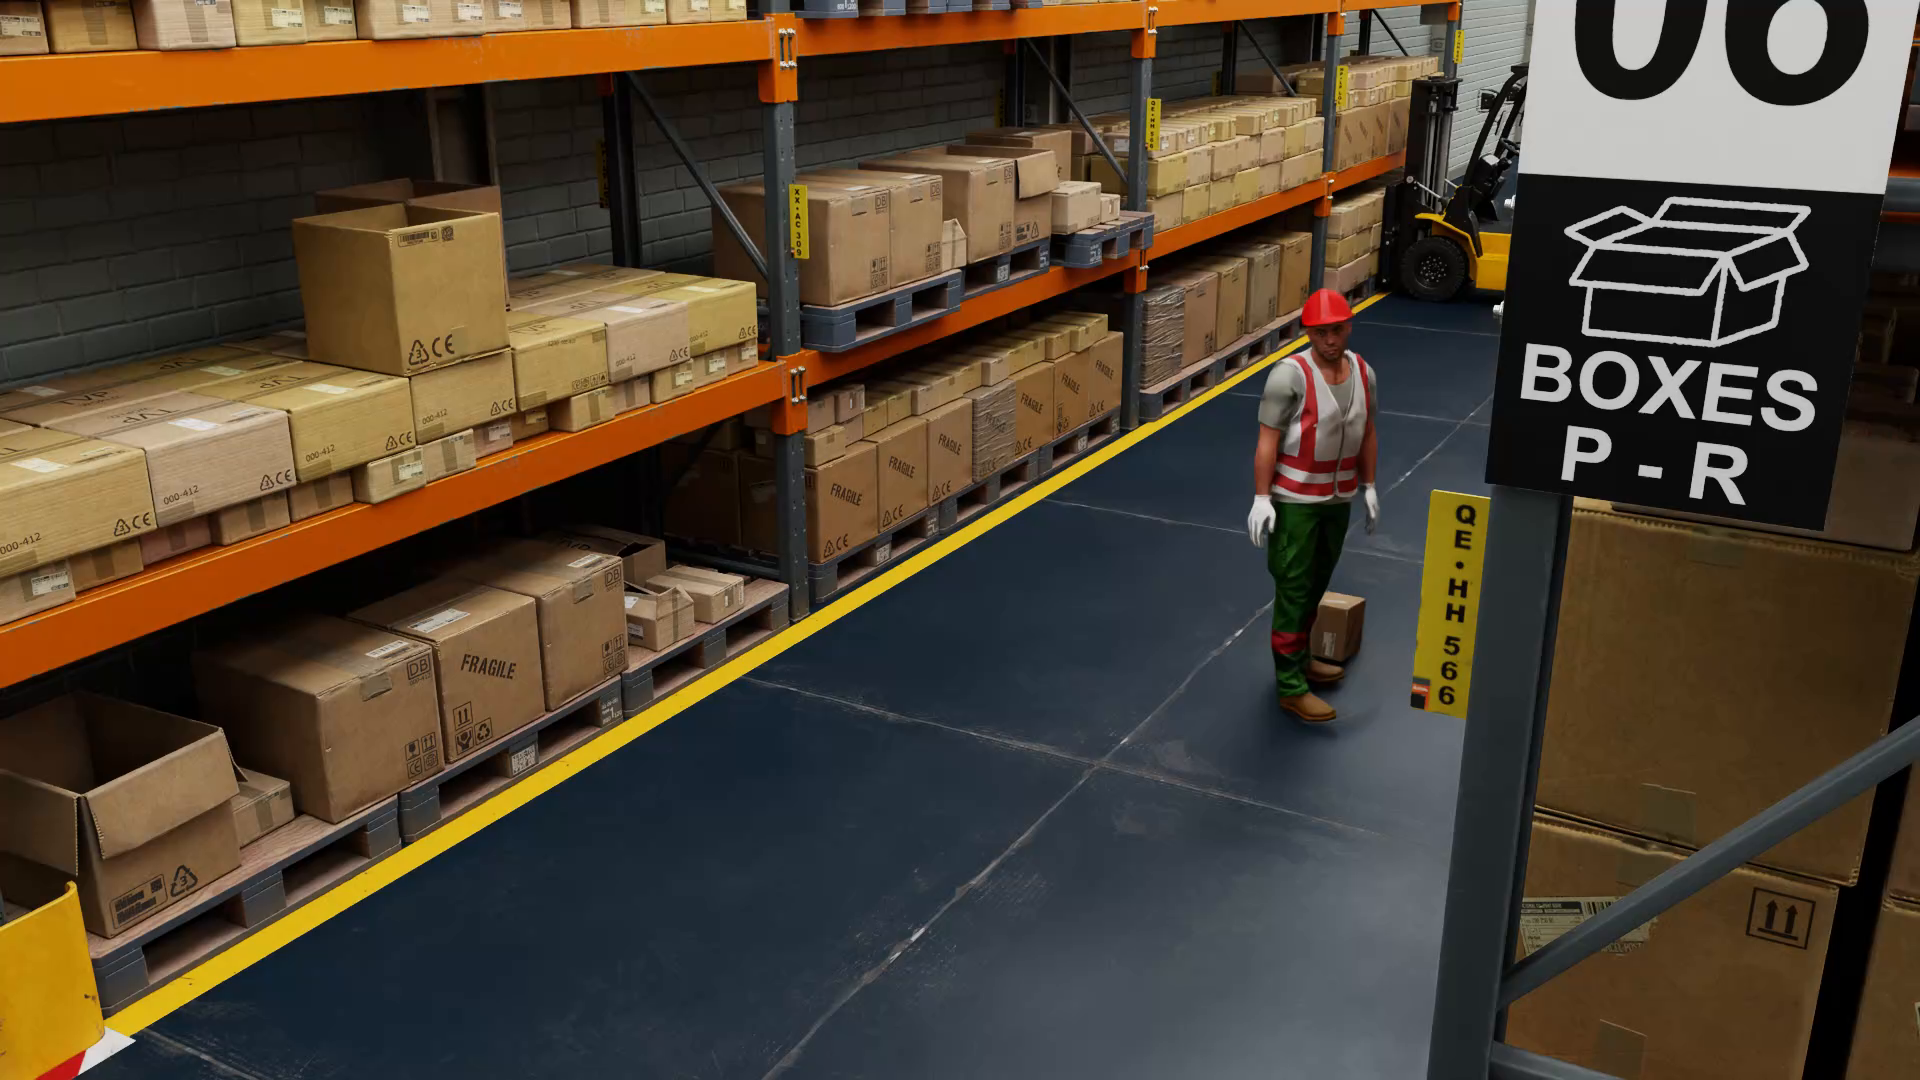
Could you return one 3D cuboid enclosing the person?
[{"bbox_3d":[1.478,-0.151,6.891,0.633,1.785,0.589,-11,22,-29],"label":"person"}]
